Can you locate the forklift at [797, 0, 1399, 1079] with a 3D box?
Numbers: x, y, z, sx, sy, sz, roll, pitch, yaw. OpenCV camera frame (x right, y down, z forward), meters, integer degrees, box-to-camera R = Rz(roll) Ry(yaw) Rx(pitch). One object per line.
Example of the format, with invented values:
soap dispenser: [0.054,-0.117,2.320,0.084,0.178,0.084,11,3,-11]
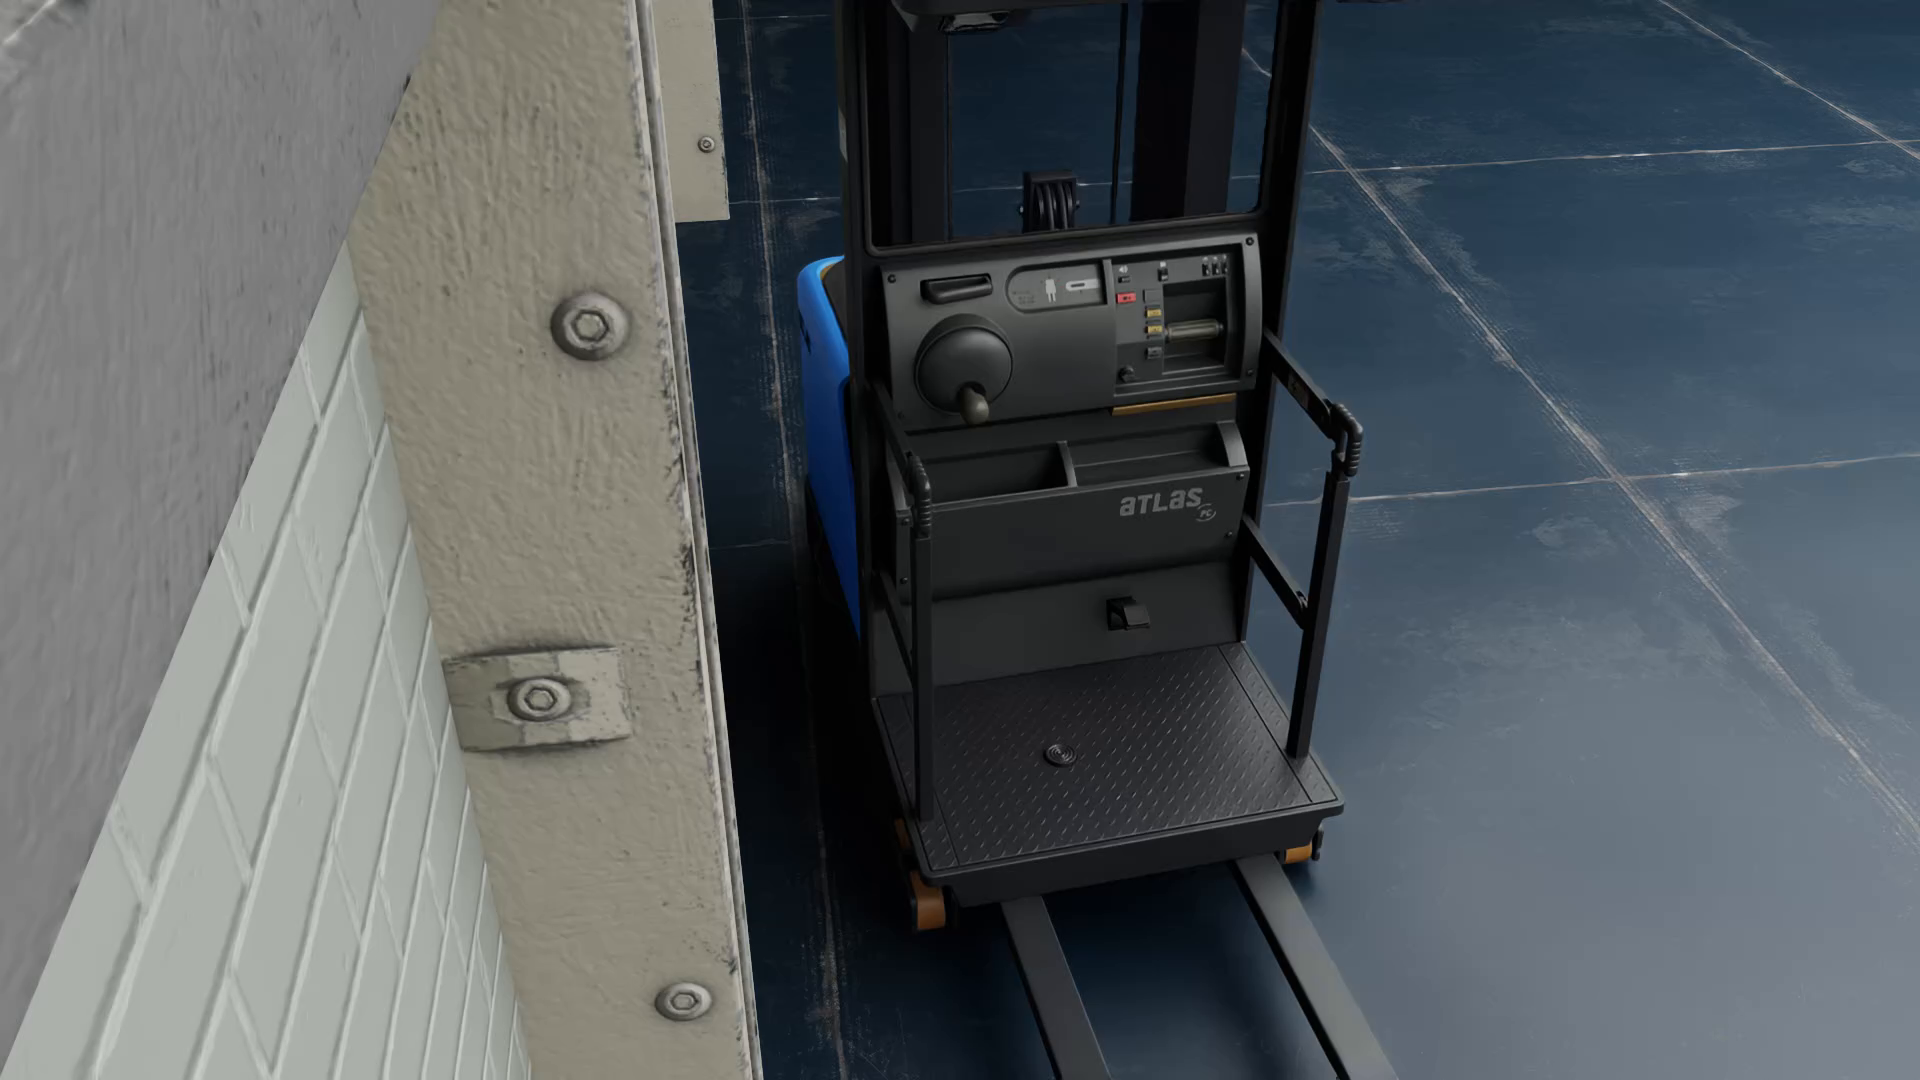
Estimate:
forklift: [0.330,-0.447,3.803,1.130,2.935,3.031,-8,35,-11]

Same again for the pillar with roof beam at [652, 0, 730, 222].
pillar with roof beam: [2.975,-5.690,6.108,9.100,9.000,0.400,-4,35,-6]
